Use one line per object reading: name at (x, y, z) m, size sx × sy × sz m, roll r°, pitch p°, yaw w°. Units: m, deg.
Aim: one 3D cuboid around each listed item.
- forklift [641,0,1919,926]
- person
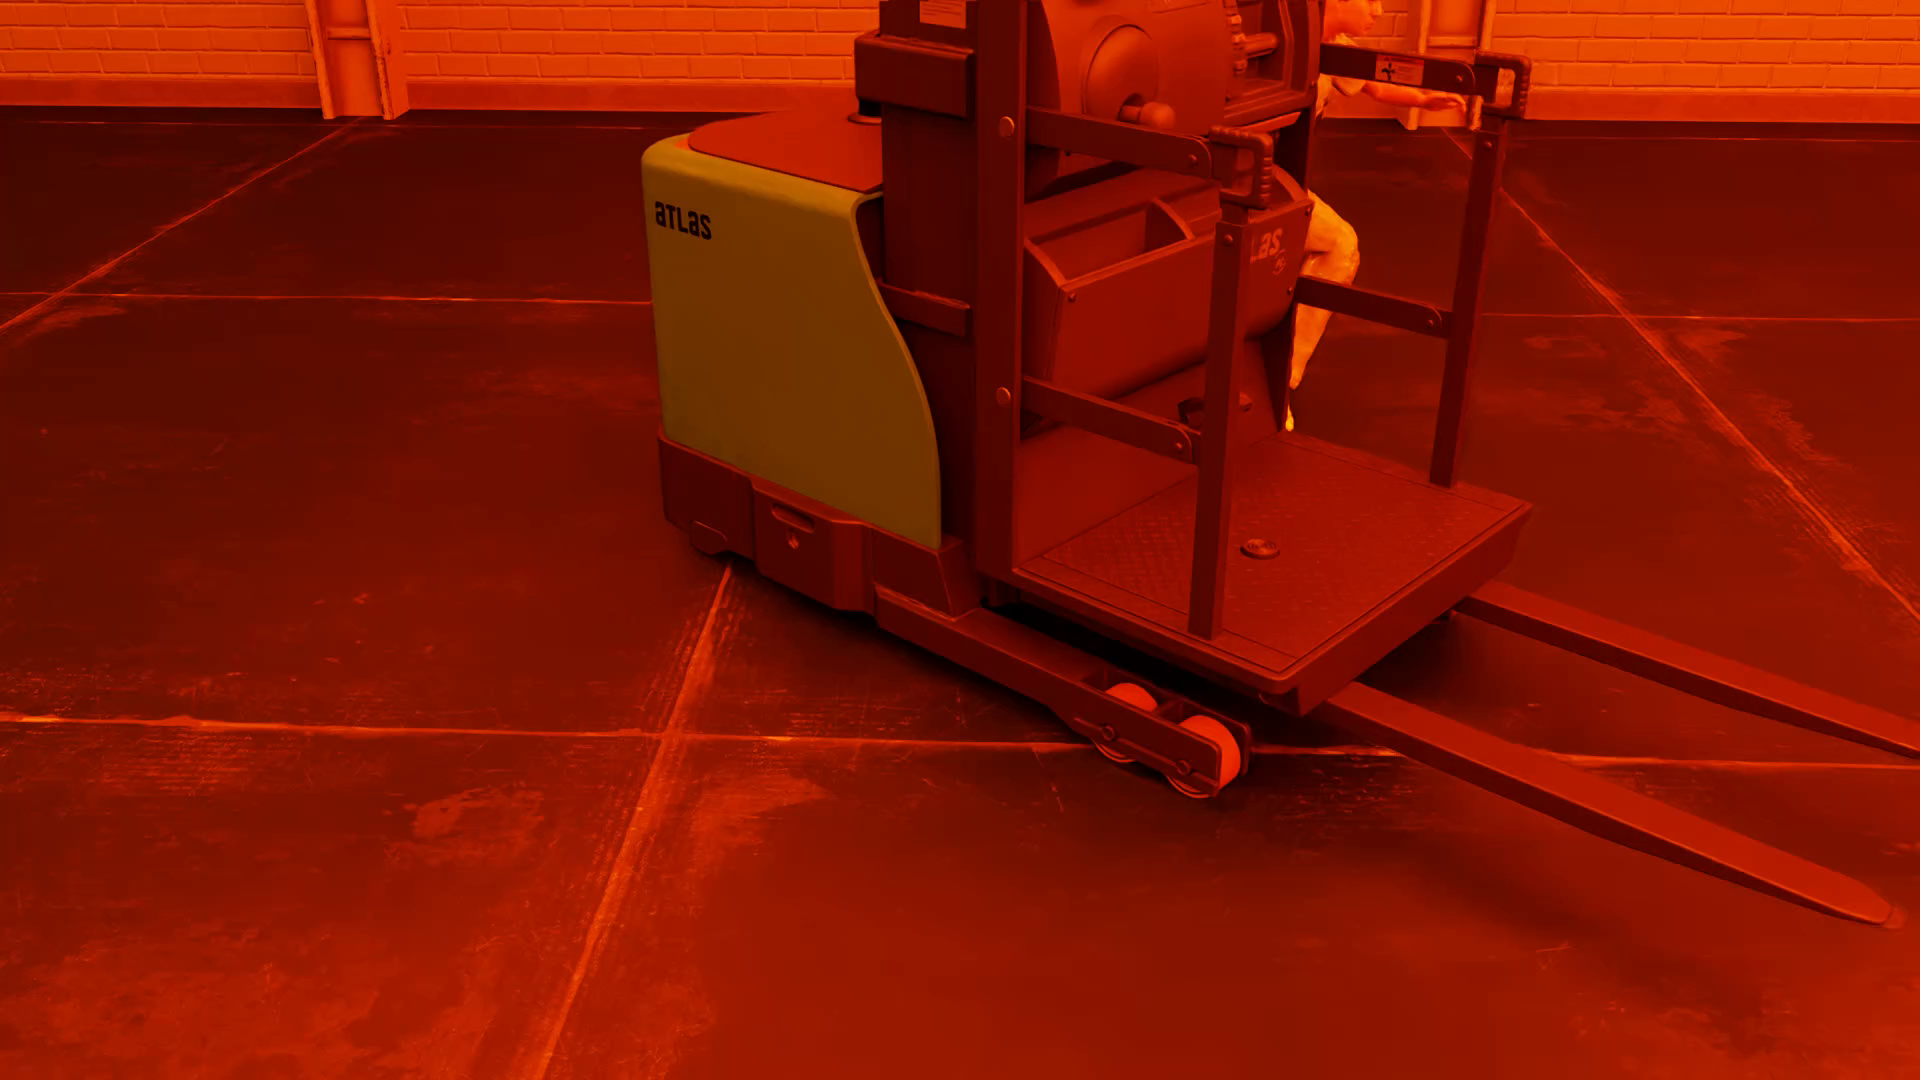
forklift at (0.626, -1.043, 3.323) m, size 3.031 × 2.935 × 1.130 m, roll 22°, pitch 34°, yaw 37°
person at (1.065, -1.030, 4.995) m, size 0.815 × 1.435 × 0.870 m, roll 7°, pitch 27°, yaw 14°
